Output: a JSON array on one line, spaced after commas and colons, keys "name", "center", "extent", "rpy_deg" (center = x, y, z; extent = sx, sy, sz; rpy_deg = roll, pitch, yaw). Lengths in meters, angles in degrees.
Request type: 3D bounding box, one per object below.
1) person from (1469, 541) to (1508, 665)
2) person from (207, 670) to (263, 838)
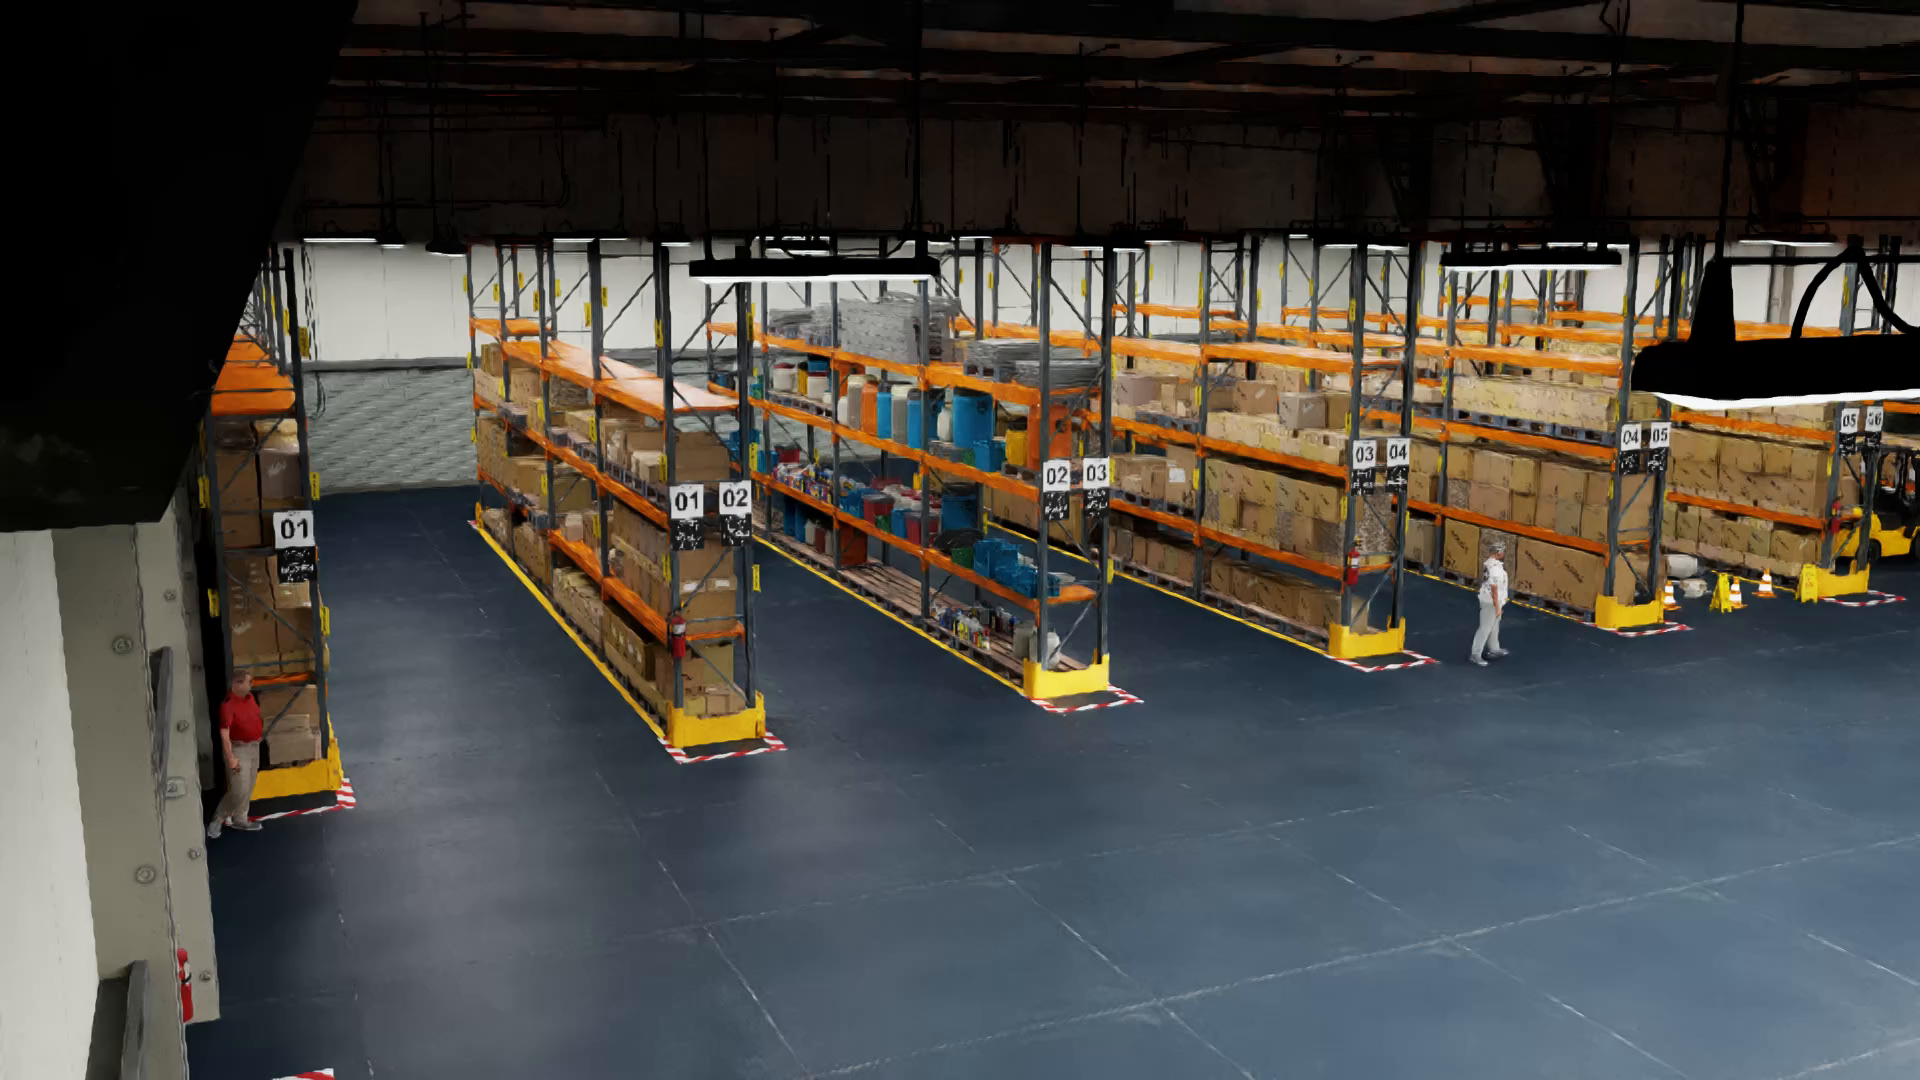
[{"name": "person", "center": [7.683, 0.871, 23.970], "extent": [0.582, 1.753, 0.769], "rpy_deg": [3, 11, 13]}, {"name": "person", "center": [-7.500, 2.203, 17.198], "extent": [0.499, 1.718, 0.712], "rpy_deg": [2, 11, 10]}]
